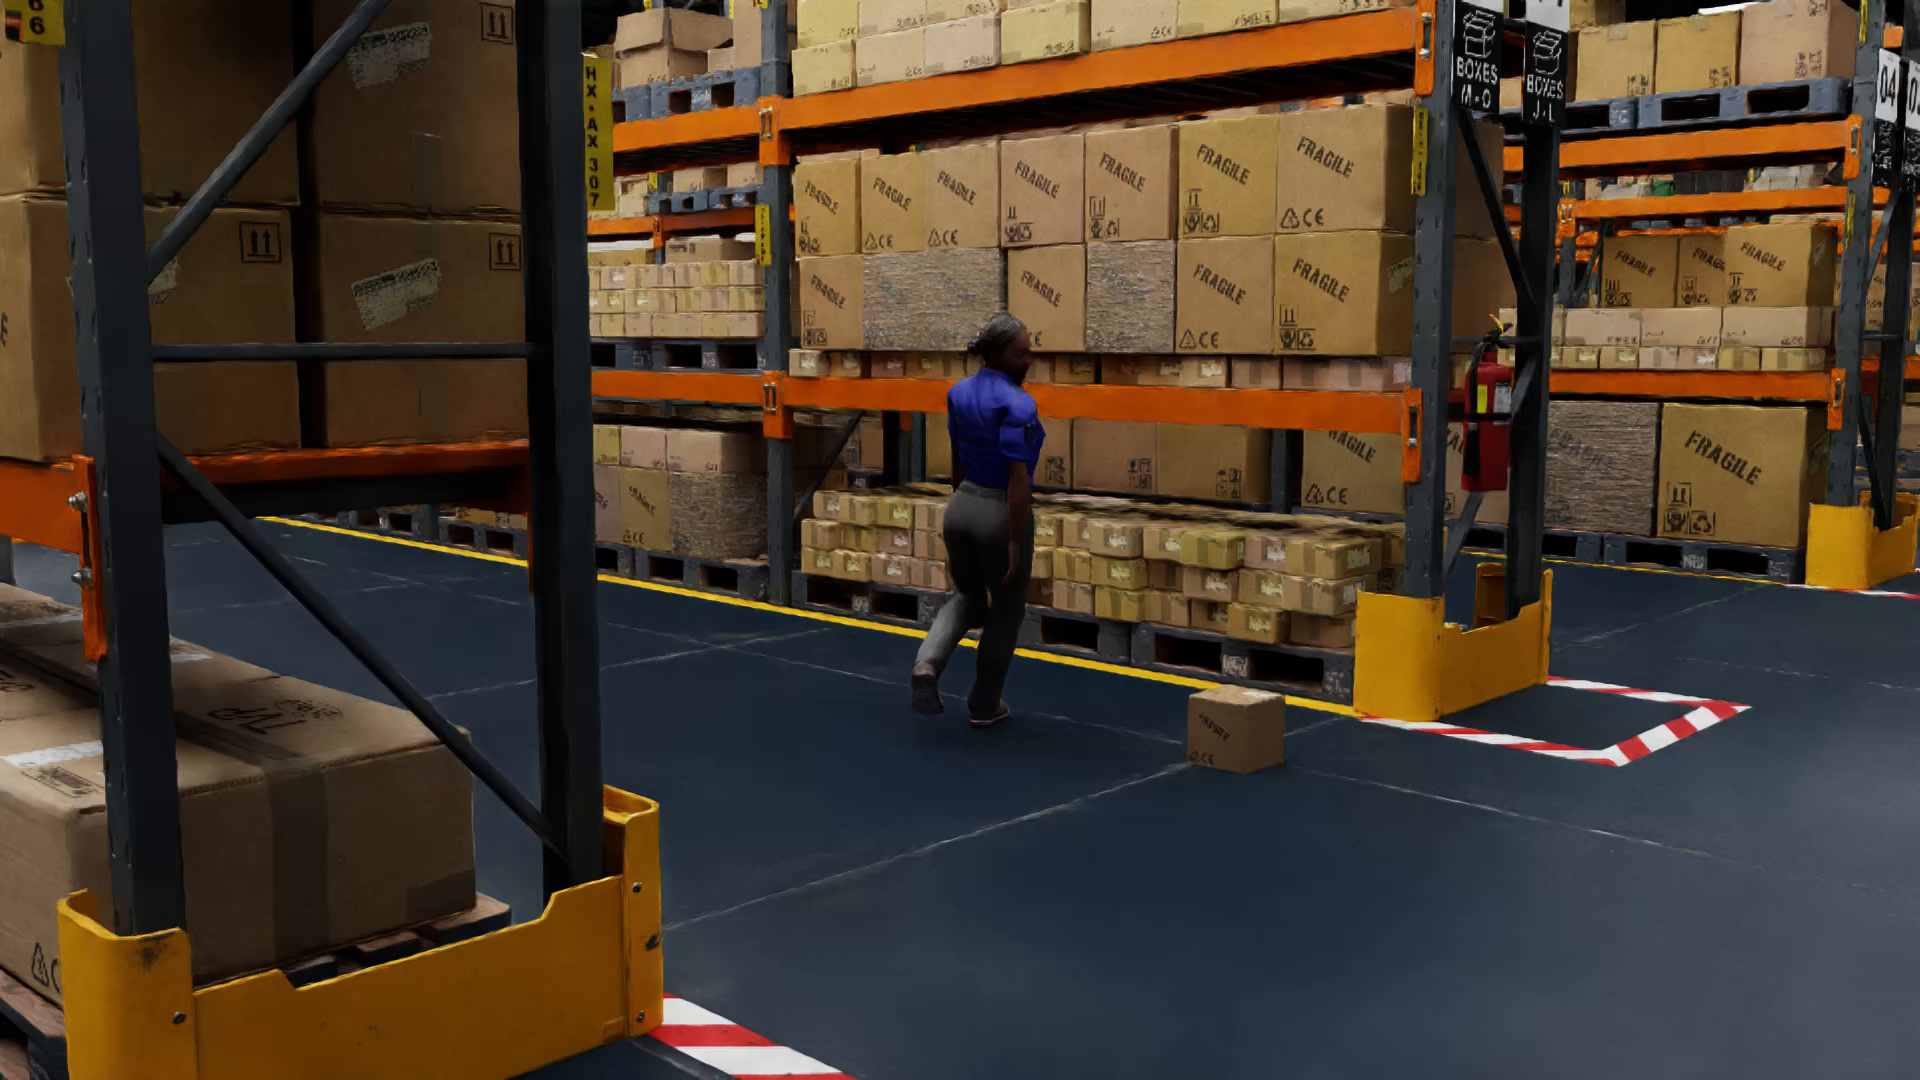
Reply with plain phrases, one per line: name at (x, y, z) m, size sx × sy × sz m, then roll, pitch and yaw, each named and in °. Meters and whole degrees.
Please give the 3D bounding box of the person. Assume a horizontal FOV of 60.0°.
person at (0.124, -0.053, 6.344) m, size 0.523 × 1.611 × 0.606 m, roll 6°, pitch 9°, yaw 38°
